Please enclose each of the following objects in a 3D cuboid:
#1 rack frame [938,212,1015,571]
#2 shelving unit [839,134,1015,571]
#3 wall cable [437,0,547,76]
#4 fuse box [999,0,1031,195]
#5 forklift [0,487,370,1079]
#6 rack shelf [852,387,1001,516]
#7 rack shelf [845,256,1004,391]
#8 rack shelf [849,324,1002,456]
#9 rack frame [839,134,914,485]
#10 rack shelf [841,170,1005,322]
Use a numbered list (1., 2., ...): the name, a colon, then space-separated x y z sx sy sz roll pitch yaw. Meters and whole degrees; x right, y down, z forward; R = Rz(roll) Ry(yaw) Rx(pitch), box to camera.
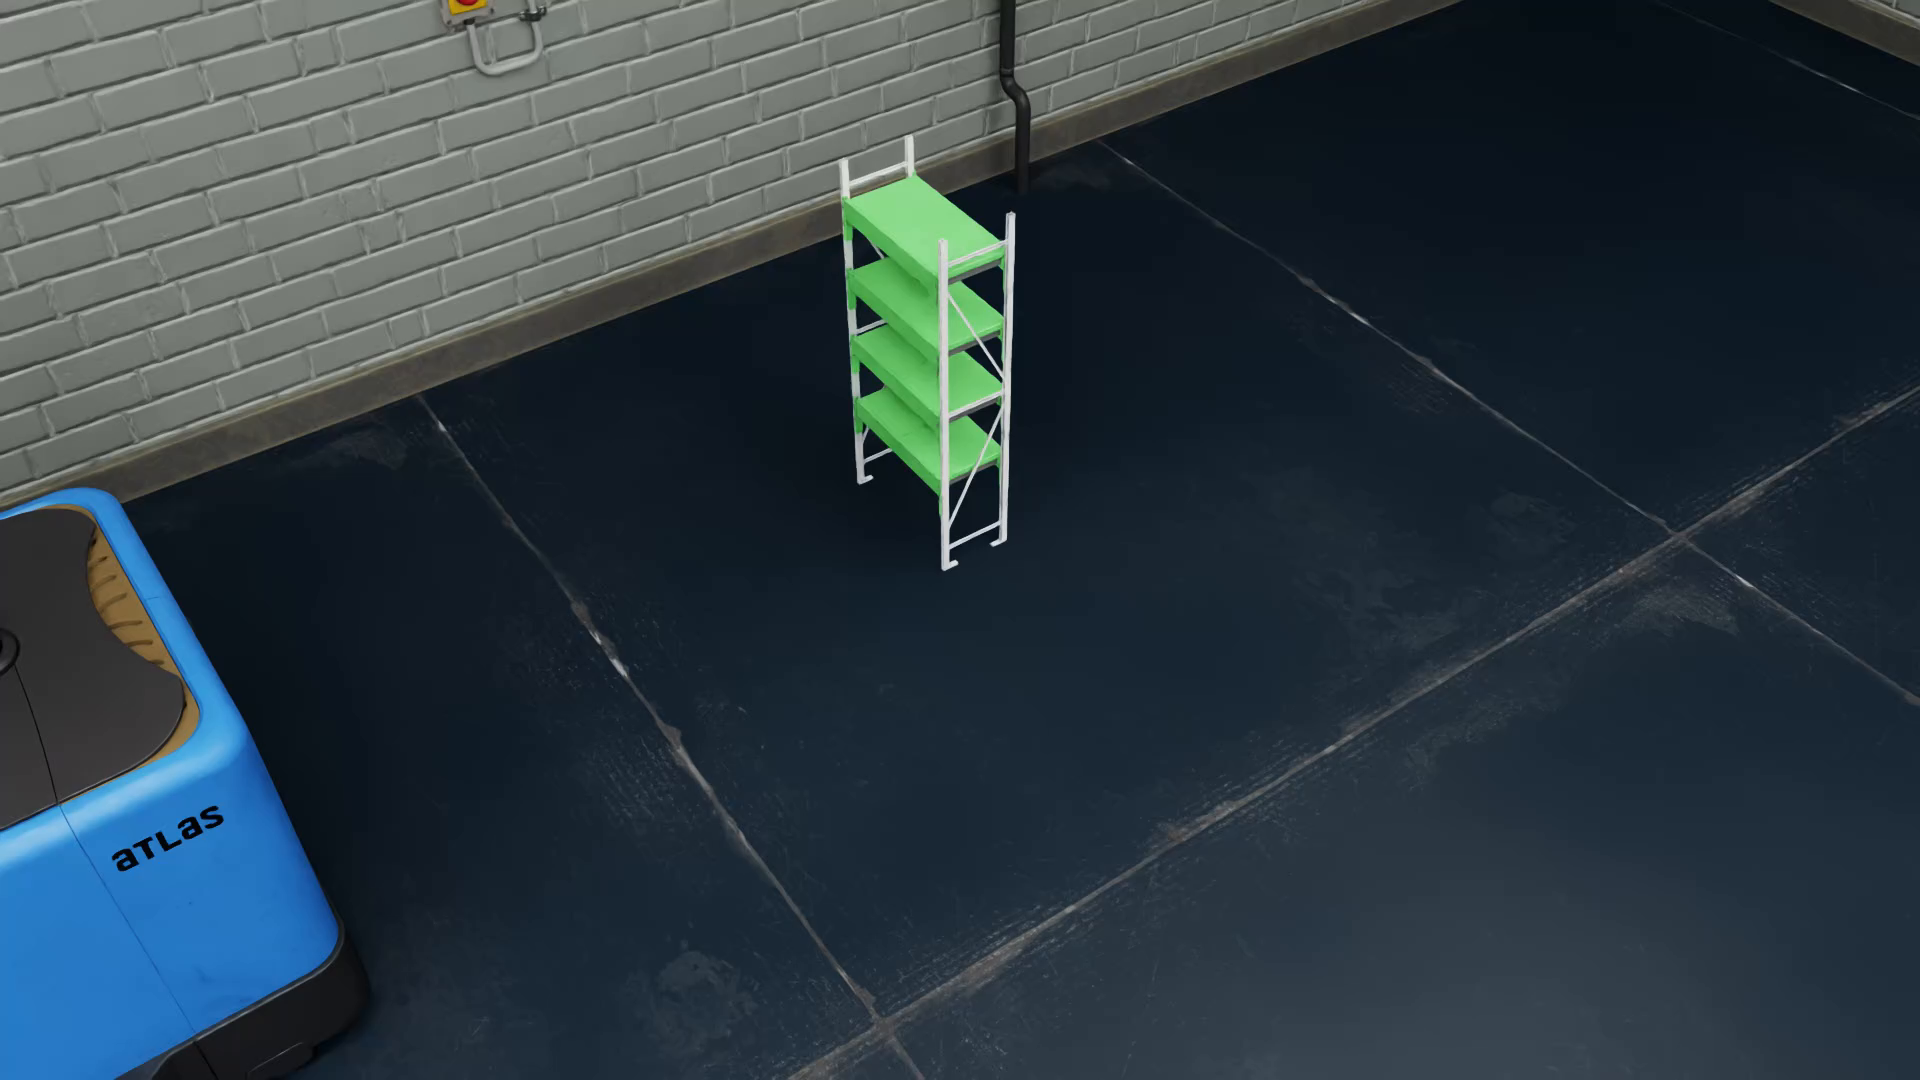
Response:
1. rack frame: 0.045 -0.390 4.789 0.240 1.200 0.015 -26 49 -24
2. shelving unit: -0.095 -0.528 4.934 0.258 1.200 0.503 -26 49 -24
3. wall cable: -1.521 -2.124 4.545 0.585 1.953 0.123 -26 49 -24
4. fuse box: 0.285 -2.027 6.134 0.539 1.711 0.414 -26 49 -24
5. forklift: -2.902 0.446 2.660 3.031 2.935 1.130 -27 50 -26
6. rack shelf: -0.095 -0.308 5.144 0.258 0.148 0.480 -26 49 -24
7. rack shelf: -0.095 -0.655 4.812 0.258 0.148 0.480 -26 49 -24
8. rack shelf: -0.095 -0.482 4.978 0.258 0.148 0.480 -26 49 -24
9. rack frame: -0.234 -0.666 5.079 0.240 1.200 0.015 -26 49 -24
10. rack shelf: -0.095 -0.829 4.647 0.258 0.148 0.480 -26 49 -24
